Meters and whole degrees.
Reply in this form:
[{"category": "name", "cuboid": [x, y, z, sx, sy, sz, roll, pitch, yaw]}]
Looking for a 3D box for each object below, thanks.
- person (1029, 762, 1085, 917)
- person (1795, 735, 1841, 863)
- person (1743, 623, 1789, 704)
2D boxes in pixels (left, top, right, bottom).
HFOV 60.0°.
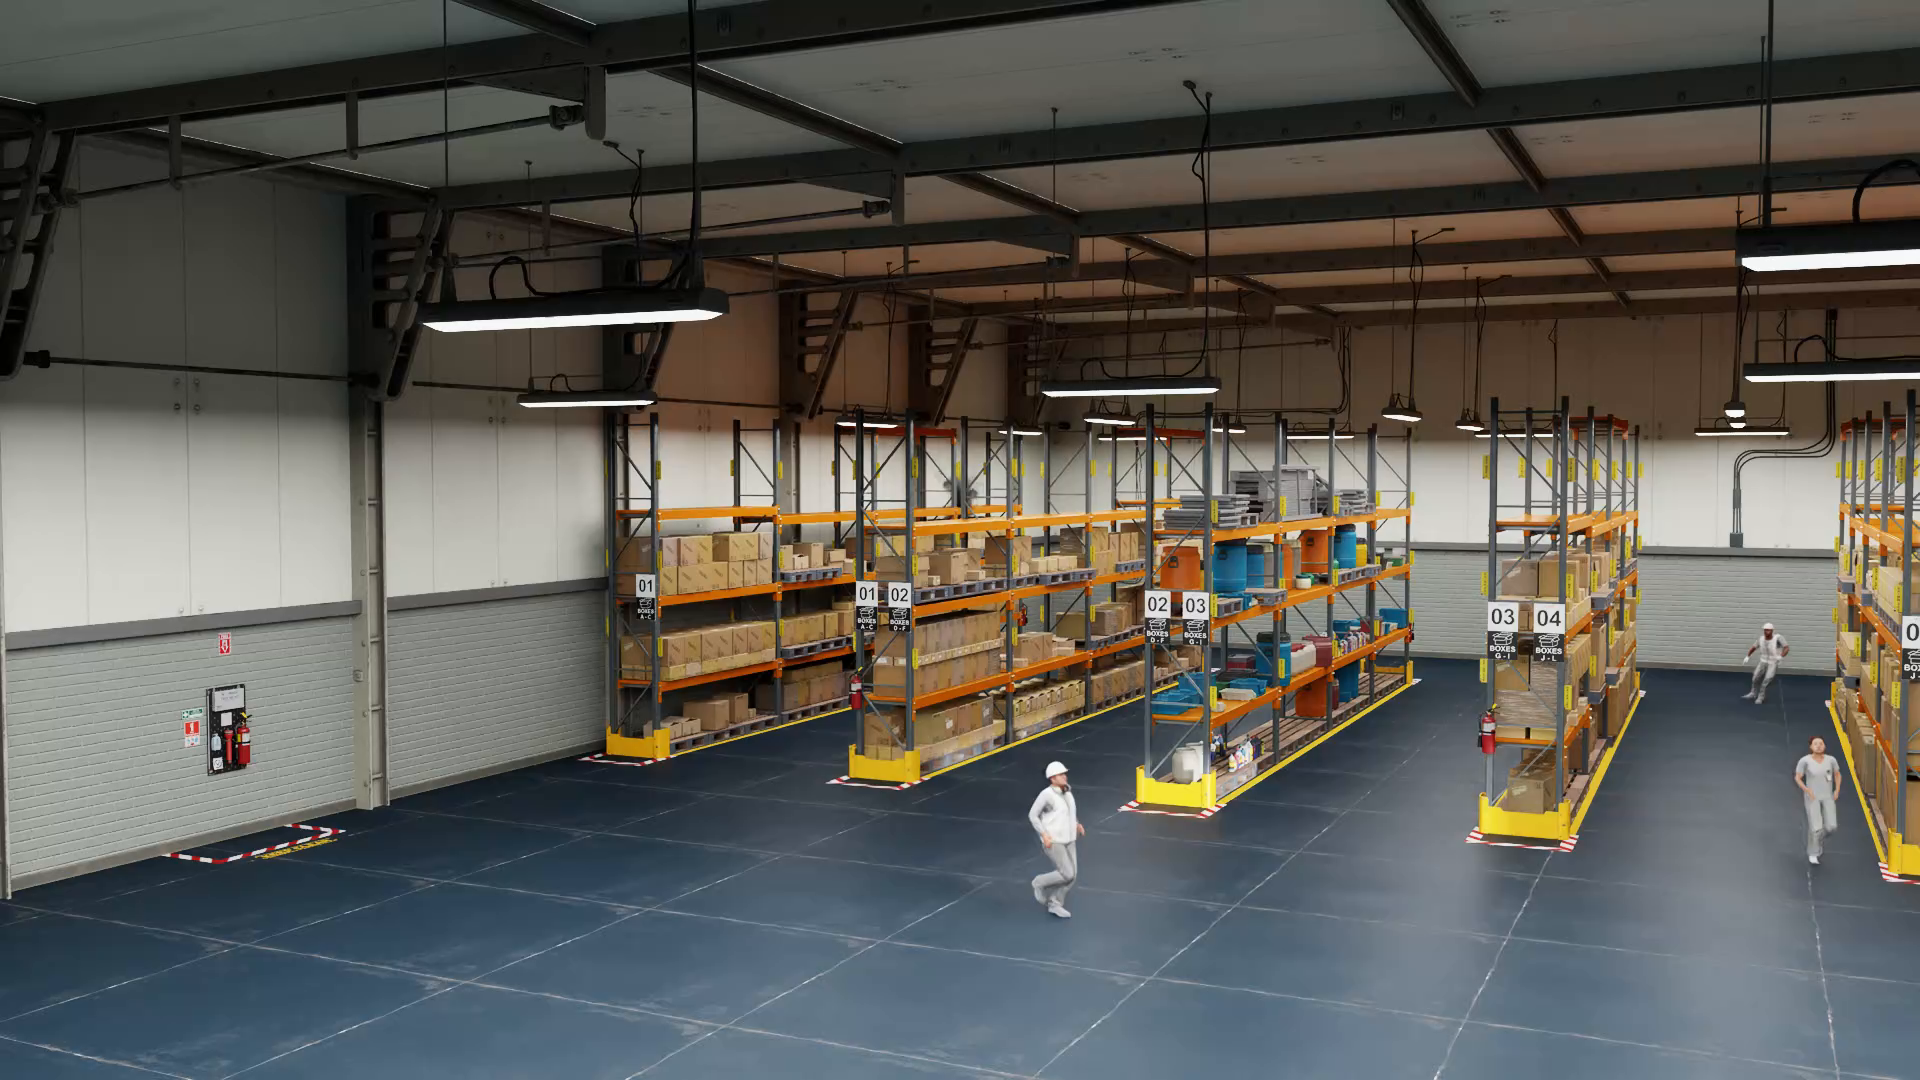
[{"category": "person", "cuboid": [1.111, 3.360, 18.666, 0.578, 1.734, 0.665, 2, 3, 42]}, {"category": "person", "cuboid": [10.920, 3.298, 21.135, 0.558, 1.631, 0.521, 1, 2, 14]}, {"category": "person", "cuboid": [17.237, 2.636, 35.679, 0.724, 1.720, 0.936, -2, 3, -41]}]
